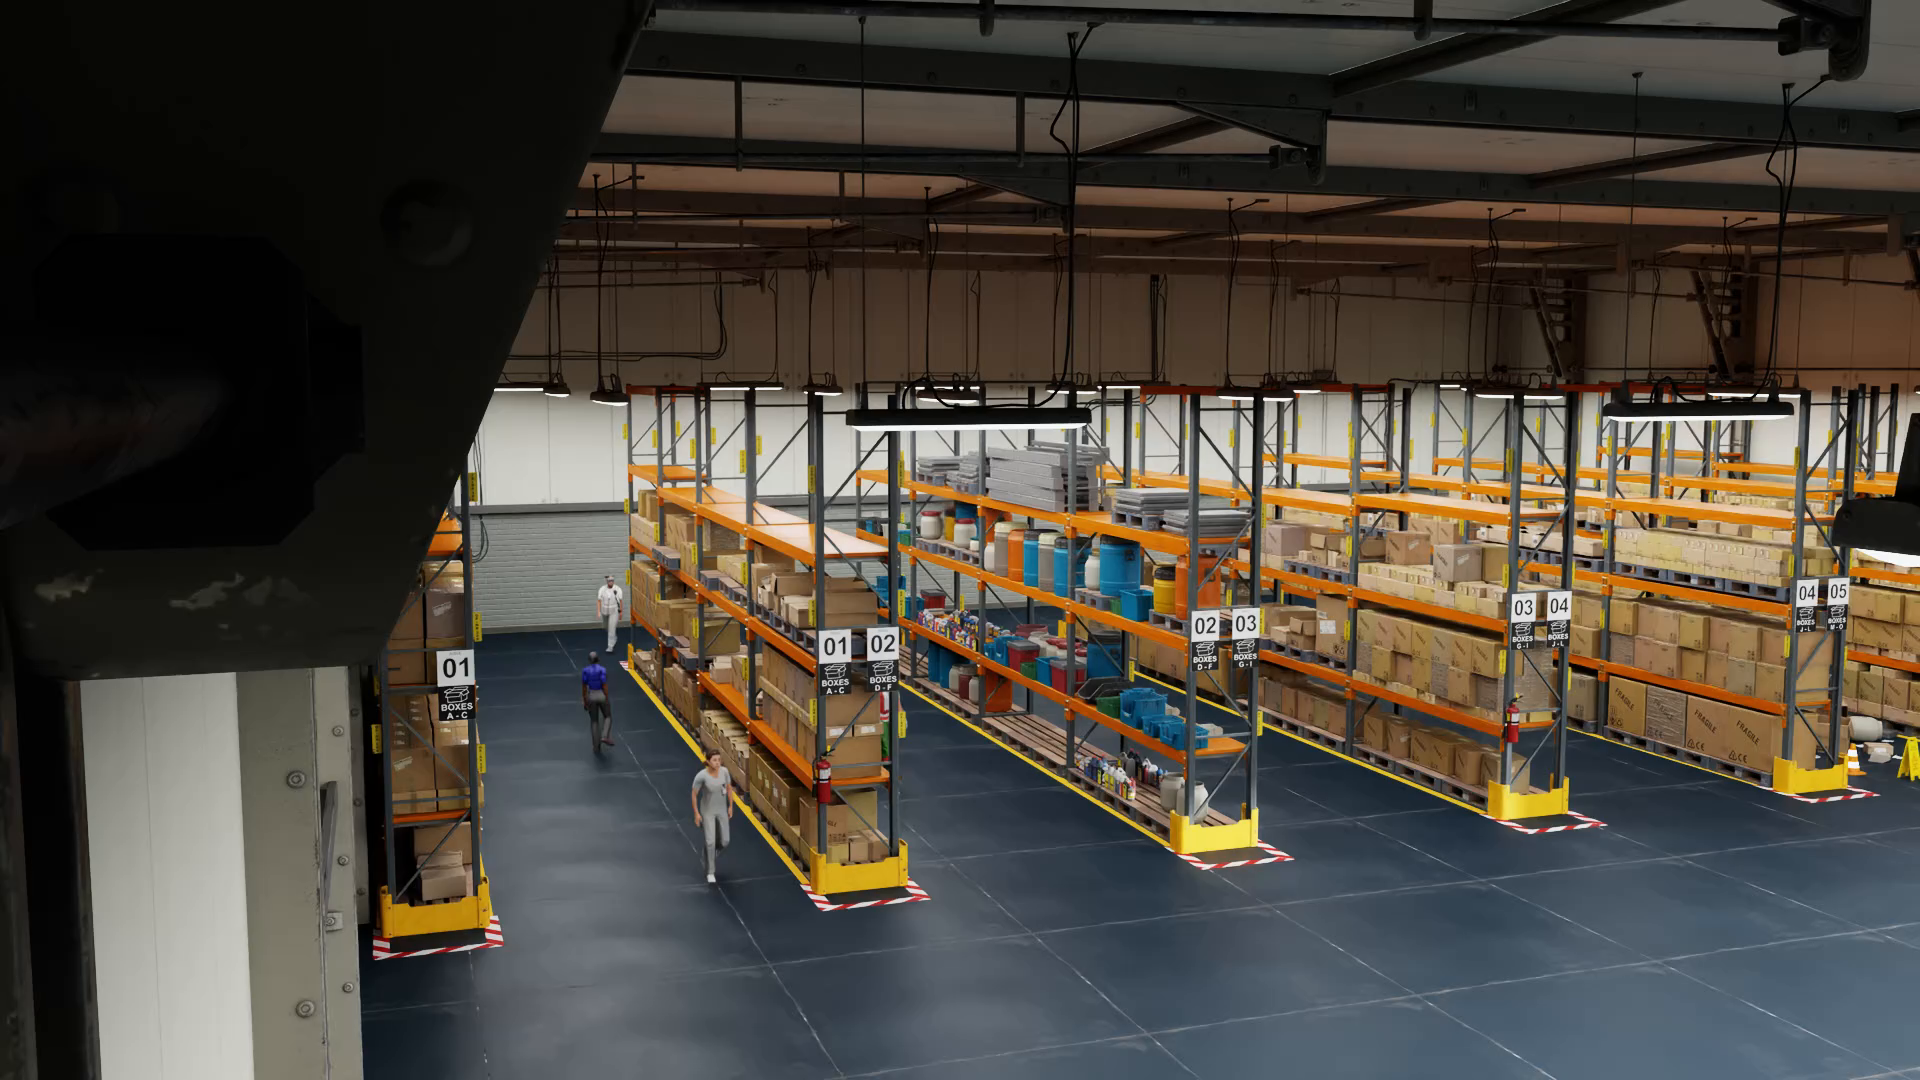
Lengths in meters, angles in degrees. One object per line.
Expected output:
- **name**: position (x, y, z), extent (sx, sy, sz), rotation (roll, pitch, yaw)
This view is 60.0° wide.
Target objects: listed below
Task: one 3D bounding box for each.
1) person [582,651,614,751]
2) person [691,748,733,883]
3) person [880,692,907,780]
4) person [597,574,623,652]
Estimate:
- **person**: position (-6.001, 2.671, 27.546), extent (0.506, 1.632, 0.456), rotation (-1, 6, -8)
- **person**: position (-3.103, 3.386, 20.699), extent (0.534, 1.654, 0.600), rotation (-4, 7, -31)
- **person**: position (-1.099, 2.792, 25.640), extent (1.041, 1.729, 0.558), rotation (5, 8, 43)
- **person**: position (-7.857, 1.606, 37.353), extent (0.514, 1.711, 1.085), rotation (1, 6, 9)
